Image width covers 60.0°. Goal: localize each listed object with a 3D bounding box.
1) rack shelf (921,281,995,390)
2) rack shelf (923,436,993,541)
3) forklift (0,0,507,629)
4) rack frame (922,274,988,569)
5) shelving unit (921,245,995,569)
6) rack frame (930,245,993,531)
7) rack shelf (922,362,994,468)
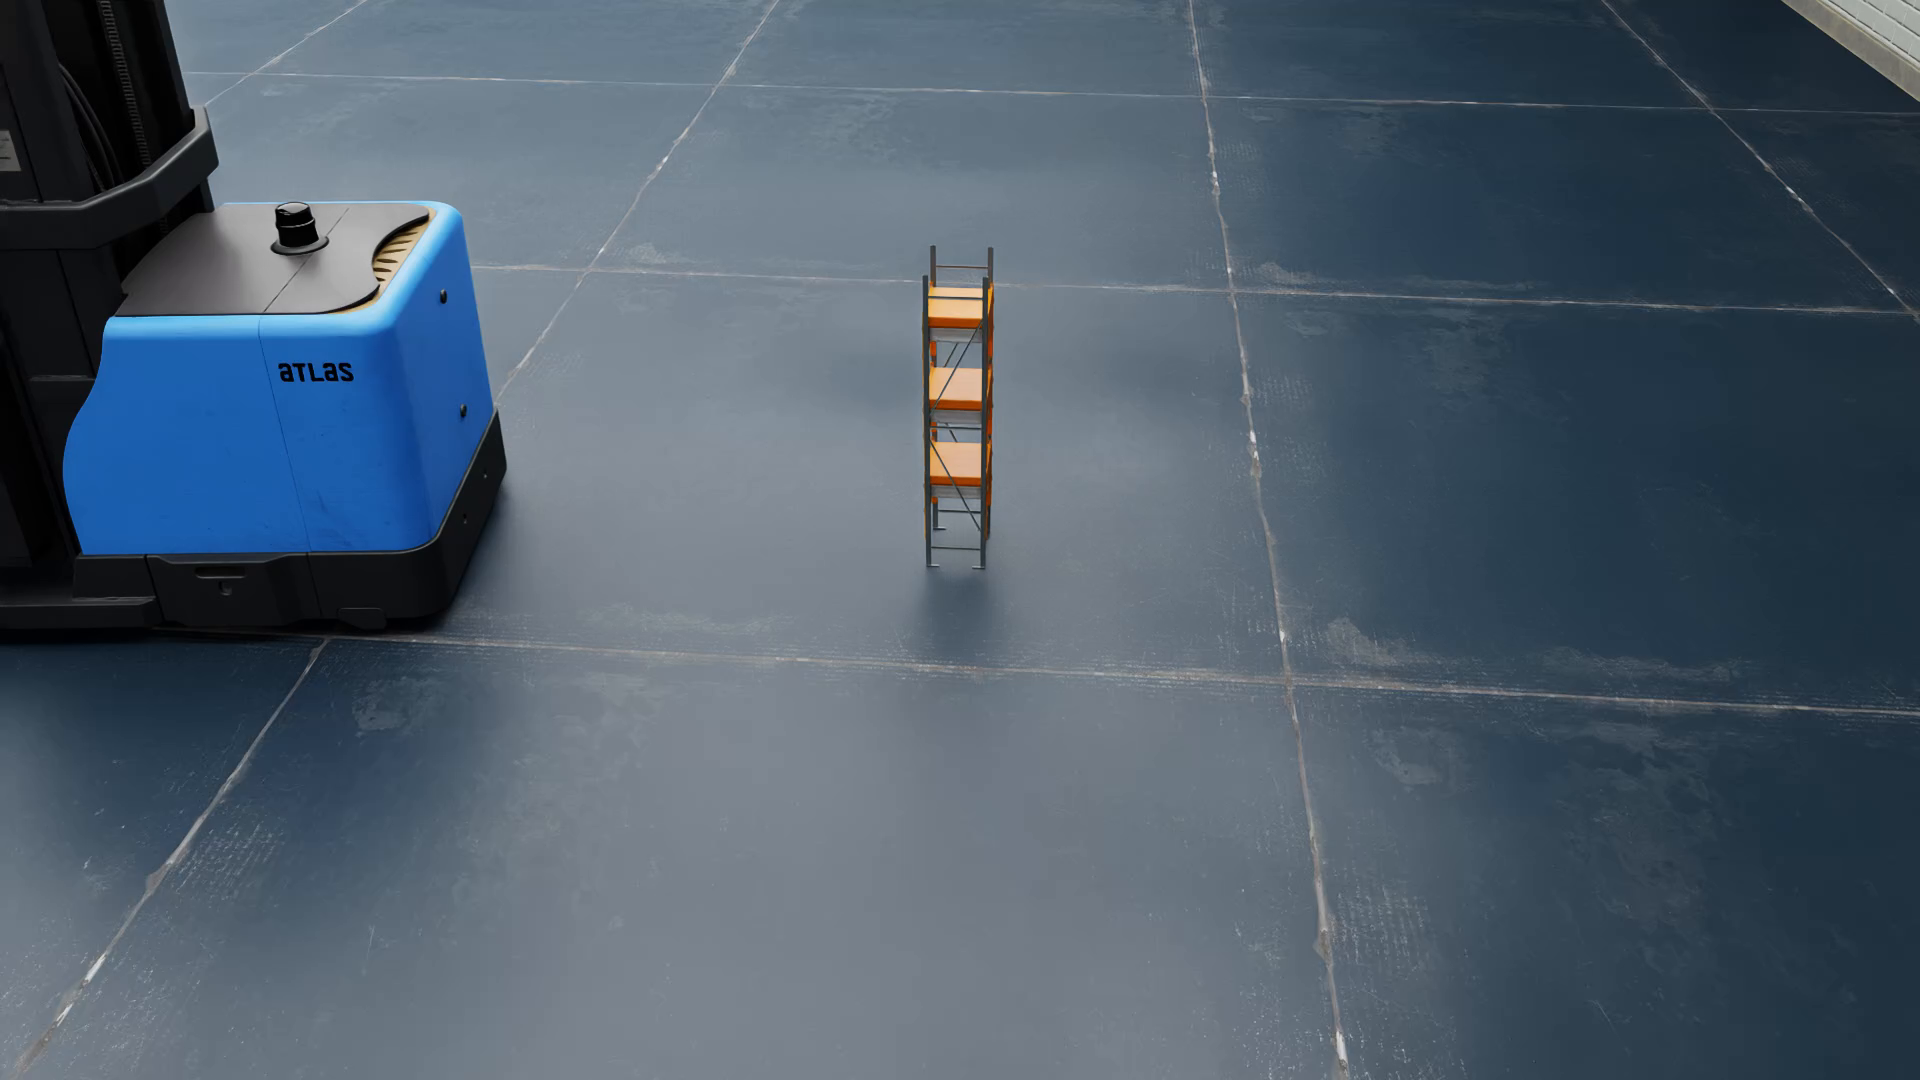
[{"bbox_3d":[-0.004,-0.652,5.286,0.215,0.259,0.240,2,32,4],"label":"rack shelf"},{"bbox_3d":[-0.004,-0.173,5.581,0.215,0.259,0.240,2,32,4],"label":"rack shelf"},{"bbox_3d":[-3.146,-1.200,4.903,3.031,2.935,1.130,-1,32,-1],"label":"forklift"},{"bbox_3d":[-0.014,-0.355,5.326,0.200,1.050,0.008,2,32,4],"label":"rack frame"},{"bbox_3d":[-0.004,-0.419,5.429,0.215,1.050,0.252,2,32,4],"label":"shelving unit"},{"bbox_3d":[0.006,-0.483,5.533,0.200,1.050,0.008,2,32,4],"label":"rack frame"},{"bbox_3d":[-0.004,-0.410,5.435,0.215,0.259,0.240,2,32,4],"label":"rack shelf"}]
